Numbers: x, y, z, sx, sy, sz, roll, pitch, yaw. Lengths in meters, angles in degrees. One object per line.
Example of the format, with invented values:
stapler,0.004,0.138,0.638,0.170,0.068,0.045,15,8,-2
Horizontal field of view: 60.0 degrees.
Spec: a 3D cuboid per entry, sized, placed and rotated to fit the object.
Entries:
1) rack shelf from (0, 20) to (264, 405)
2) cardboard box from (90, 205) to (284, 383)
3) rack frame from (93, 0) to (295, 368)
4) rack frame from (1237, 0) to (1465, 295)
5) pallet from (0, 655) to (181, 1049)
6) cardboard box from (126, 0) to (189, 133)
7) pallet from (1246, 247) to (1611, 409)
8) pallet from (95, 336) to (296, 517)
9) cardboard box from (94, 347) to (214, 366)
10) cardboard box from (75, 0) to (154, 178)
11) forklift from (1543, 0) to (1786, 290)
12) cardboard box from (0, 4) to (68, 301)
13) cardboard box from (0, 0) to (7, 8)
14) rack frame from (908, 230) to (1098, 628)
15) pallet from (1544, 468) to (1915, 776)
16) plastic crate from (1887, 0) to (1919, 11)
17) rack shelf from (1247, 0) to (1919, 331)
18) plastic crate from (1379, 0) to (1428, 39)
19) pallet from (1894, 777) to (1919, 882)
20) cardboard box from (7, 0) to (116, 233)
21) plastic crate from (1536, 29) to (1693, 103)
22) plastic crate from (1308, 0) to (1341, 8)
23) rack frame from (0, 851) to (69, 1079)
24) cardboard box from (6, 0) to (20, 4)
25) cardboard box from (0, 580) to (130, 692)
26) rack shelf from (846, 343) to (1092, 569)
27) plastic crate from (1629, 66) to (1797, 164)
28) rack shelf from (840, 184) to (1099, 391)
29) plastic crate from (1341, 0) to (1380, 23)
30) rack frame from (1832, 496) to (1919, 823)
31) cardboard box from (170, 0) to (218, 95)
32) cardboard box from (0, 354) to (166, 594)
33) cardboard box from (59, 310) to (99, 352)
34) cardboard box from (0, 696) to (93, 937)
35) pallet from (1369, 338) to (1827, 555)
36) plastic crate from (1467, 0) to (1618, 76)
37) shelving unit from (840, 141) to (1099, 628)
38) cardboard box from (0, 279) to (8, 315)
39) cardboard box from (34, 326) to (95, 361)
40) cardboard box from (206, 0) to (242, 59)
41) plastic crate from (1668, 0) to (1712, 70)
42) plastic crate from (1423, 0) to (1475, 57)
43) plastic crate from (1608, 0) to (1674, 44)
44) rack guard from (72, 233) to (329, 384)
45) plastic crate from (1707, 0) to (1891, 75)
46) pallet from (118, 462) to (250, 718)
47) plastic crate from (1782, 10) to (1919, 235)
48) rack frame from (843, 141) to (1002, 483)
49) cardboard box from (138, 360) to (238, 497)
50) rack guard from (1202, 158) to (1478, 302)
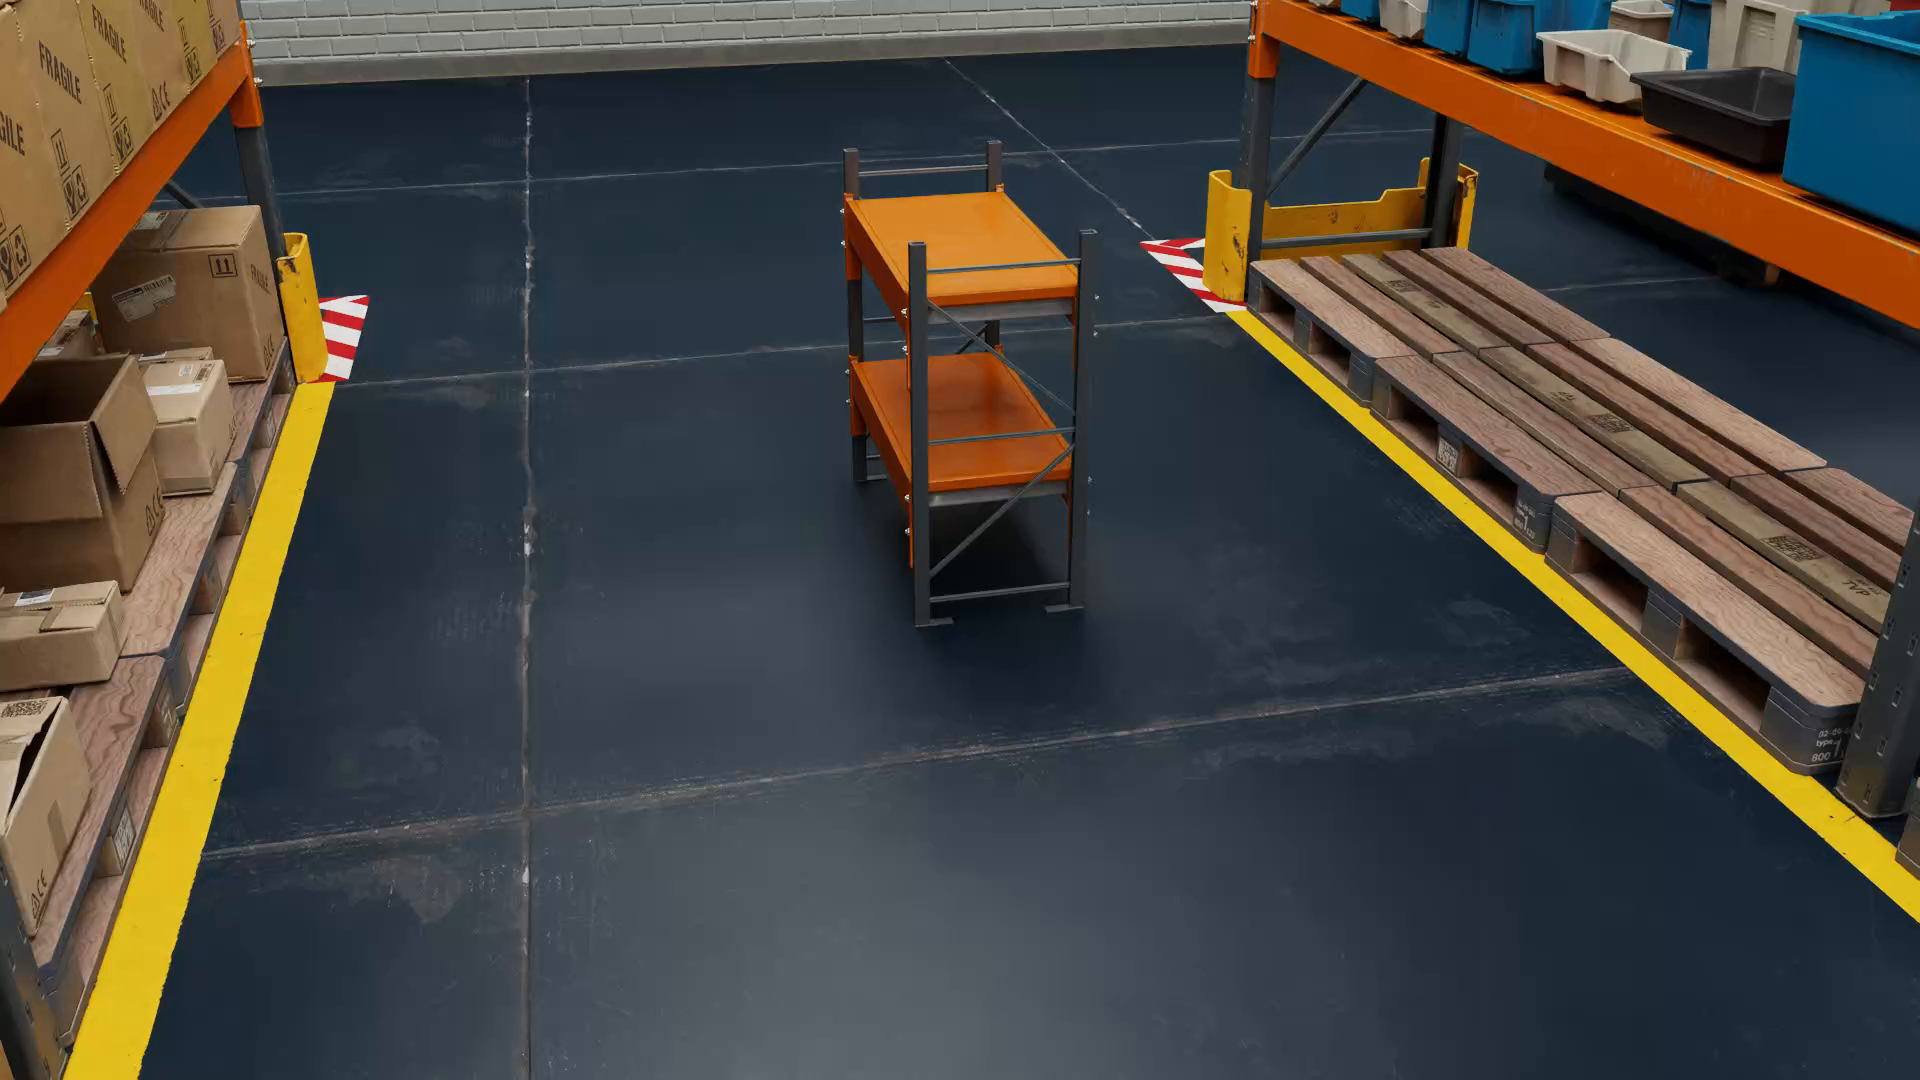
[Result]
rack shelf,-2.661,-0.804,4.313,1.077,0.370,4.000,-6,27,-12
cardboard box,-2.749,-0.870,5.931,0.500,0.500,0.500,-6,27,-12
rack frame,-3.111,-2.003,5.890,1.000,3.000,0.127,-6,27,-12
rack frame,1.715,-2.505,6.883,1.000,3.000,0.127,-6,27,-12
pallet,-2.364,0.696,3.637,1.003,0.211,1.213,-6,27,-12
cardboard box,-2.518,-1.432,4.647,0.500,0.500,0.500,-6,27,-11
pallet,1.863,-0.894,6.787,1.003,0.211,1.213,-6,27,-12
pallet,-2.914,-0.375,5.759,1.003,0.211,1.213,-6,27,-12
cardboard box,-2.745,-0.534,5.636,0.380,0.166,0.250,-6,27,-12
cardboard box,-2.404,-1.211,4.209,0.500,0.500,0.500,-6,27,-12
forklift,4.007,-2.622,7.192,1.130,2.935,3.031,-7,28,-13
cardboard box,-2.178,-0.768,3.331,0.500,0.500,0.500,-5,27,-11
cardboard box,-2.159,-1.200,3.078,0.500,0.500,0.500,-7,28,-13
rack frame,0.113,-0.282,4.560,0.500,1.125,0.032,-6,27,-12
pallet,2.413,0.177,4.665,1.003,0.211,1.213,-6,27,-12
plastic crate,2.660,-1.221,4.204,0.402,0.464,0.583,-6,27,-12
rack shelf,2.166,-1.306,5.306,1.077,0.370,4.000,-6,27,-12
plastic crate,1.595,-1.825,5.763,0.250,0.136,0.298,-6,27,-12
pallet,2.750,0.839,3.353,1.003,0.211,1.213,-6,27,-12
cardboard box,-2.288,-0.988,3.767,0.500,0.500,0.500,-6,27,-12
plastic crate,1.932,-1.392,4.904,0.293,0.136,0.466,-6,27,-12
plastic crate,1.442,-2.123,6.353,0.250,0.136,0.298,-6,27,-12
rack frame,-2.210,-0.247,2.411,1.000,3.000,0.127,-6,27,-12
cardboard box,-2.274,-1.426,3.526,0.500,0.500,0.500,-7,28,-13
cardboard box,-2.298,0.236,4.109,0.380,0.166,0.250,-6,27,-12
rack shelf,-0.002,-0.287,5.113,0.538,0.278,1.000,-6,27,-12
plastic crate,2.103,-1.117,4.372,0.437,0.125,0.590,-6,27,-12
rack shelf,-0.002,-0.766,4.871,0.538,0.278,1.000,-6,27,-12
plastic crate,1.599,-2.026,6.054,0.416,0.233,0.300,-6,27,-12
rack frame,2.617,-0.749,3.404,1.000,3.000,0.127,-6,27,-12
cardboard box,-2.625,-1.652,5.082,0.500,0.500,0.500,-6,27,-11
cardboard box,-2.638,-0.154,4.508,0.797,0.503,0.637,-6,27,-12
cardboard box,-3.352,-0.708,6.000,0.380,0.149,0.250,-6,27,-12
cardboard box,-2.094,0.550,3.326,0.500,0.311,0.500,-6,27,-12
pallet,2.135,-0.359,5.728,1.003,0.211,1.213,-6,27,-12
plastic crate,1.815,-1.605,5.220,0.416,0.233,0.300,-6,27,-12
shelving unit,-0.002,-0.505,5.002,0.538,1.125,1.048,-6,27,-12
cardboard box,-2.059,-0.543,2.887,0.500,0.500,0.500,-5,27,-10
cardboard box,-3.153,-0.485,5.446,0.500,0.250,0.500,-6,27,-12
cardboard box,-2.745,-1.879,5.533,0.500,0.500,0.500,-5,27,-10
plastic crate,2.428,-1.581,5.173,0.416,0.233,0.300,-6,27,-12
plastic crate,1.747,-1.737,5.482,0.416,0.233,0.300,-6,27,-12
plastic crate,2.298,-1.698,5.510,0.298,0.136,0.250,-6,27,-12
rack guard,-3.094,-0.854,6.387,1.175,0.500,0.348,-6,27,-12
plastic crate,2.452,-1.412,4.783,0.437,0.282,0.530,-6,27,-12
pallet,-2.642,0.159,4.700,1.003,0.211,1.213,-6,27,-12
plastic crate,2.179,-0.939,3.732,0.392,0.384,0.575,-6,27,-12
rack frame,-0.116,-0.728,5.445,0.500,1.125,0.032,-6,27,-12
cardboard box,-2.564,-0.338,5.155,0.500,0.250,0.500,-6,27,-12
rack guard,1.697,-1.398,7.465,1.175,0.500,0.348,-6,27,-12
